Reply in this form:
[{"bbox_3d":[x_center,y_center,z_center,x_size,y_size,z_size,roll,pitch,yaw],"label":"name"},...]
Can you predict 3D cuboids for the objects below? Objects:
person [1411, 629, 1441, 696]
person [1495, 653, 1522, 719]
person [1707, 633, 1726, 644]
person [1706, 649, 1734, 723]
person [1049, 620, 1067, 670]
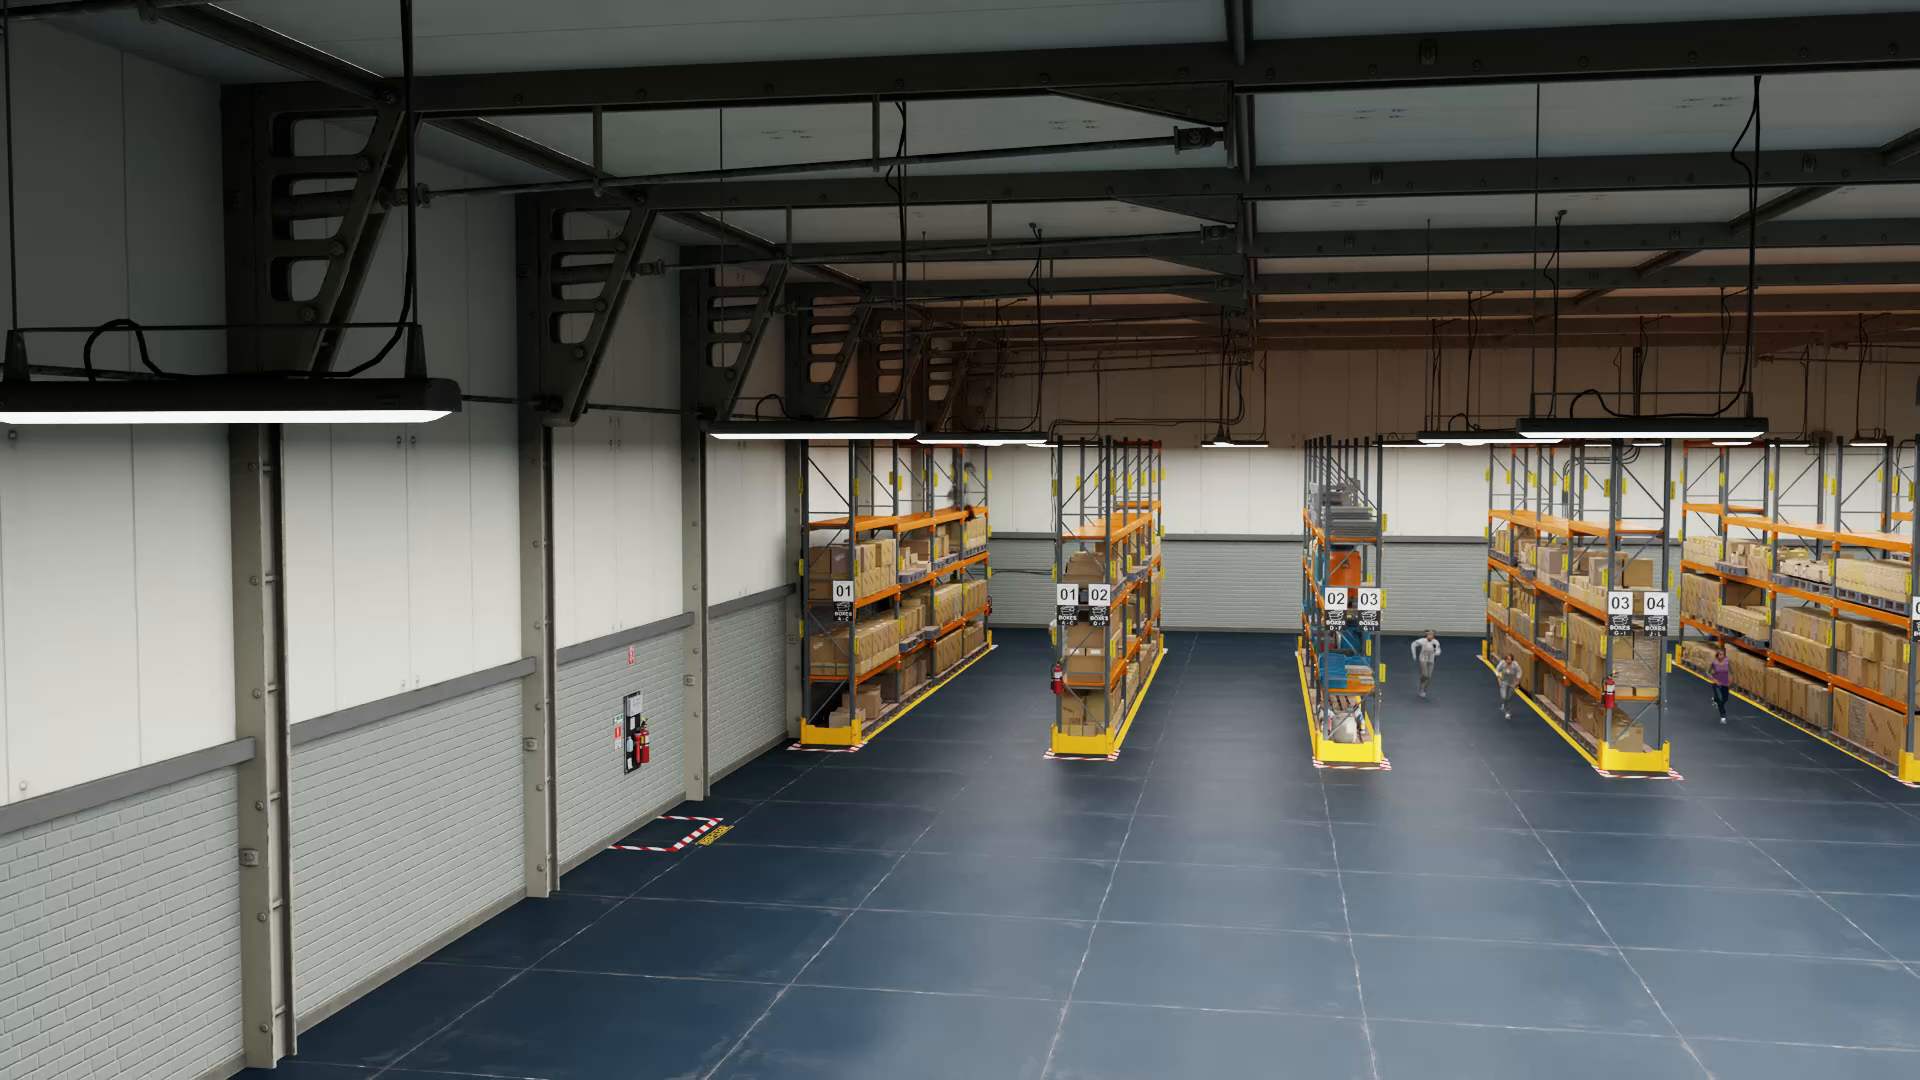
[{"bbox_3d":[10.815,2.838,38.506,0.601,1.611,0.698,0,3,-4],"label":"person"},{"bbox_3d":[11.734,3.104,35.573,0.548,1.434,0.906,1,3,17],"label":"person"},{"bbox_3d":[20.848,2.442,45.728,0.661,1.601,0.586,0,3,-4],"label":"person"},{"bbox_3d":[16.053,3.067,35.170,0.565,1.567,0.676,0,3,8],"label":"person"},{"bbox_3d":[2.576,2.634,42.011,0.664,1.722,0.827,0,3,8],"label":"person"}]
